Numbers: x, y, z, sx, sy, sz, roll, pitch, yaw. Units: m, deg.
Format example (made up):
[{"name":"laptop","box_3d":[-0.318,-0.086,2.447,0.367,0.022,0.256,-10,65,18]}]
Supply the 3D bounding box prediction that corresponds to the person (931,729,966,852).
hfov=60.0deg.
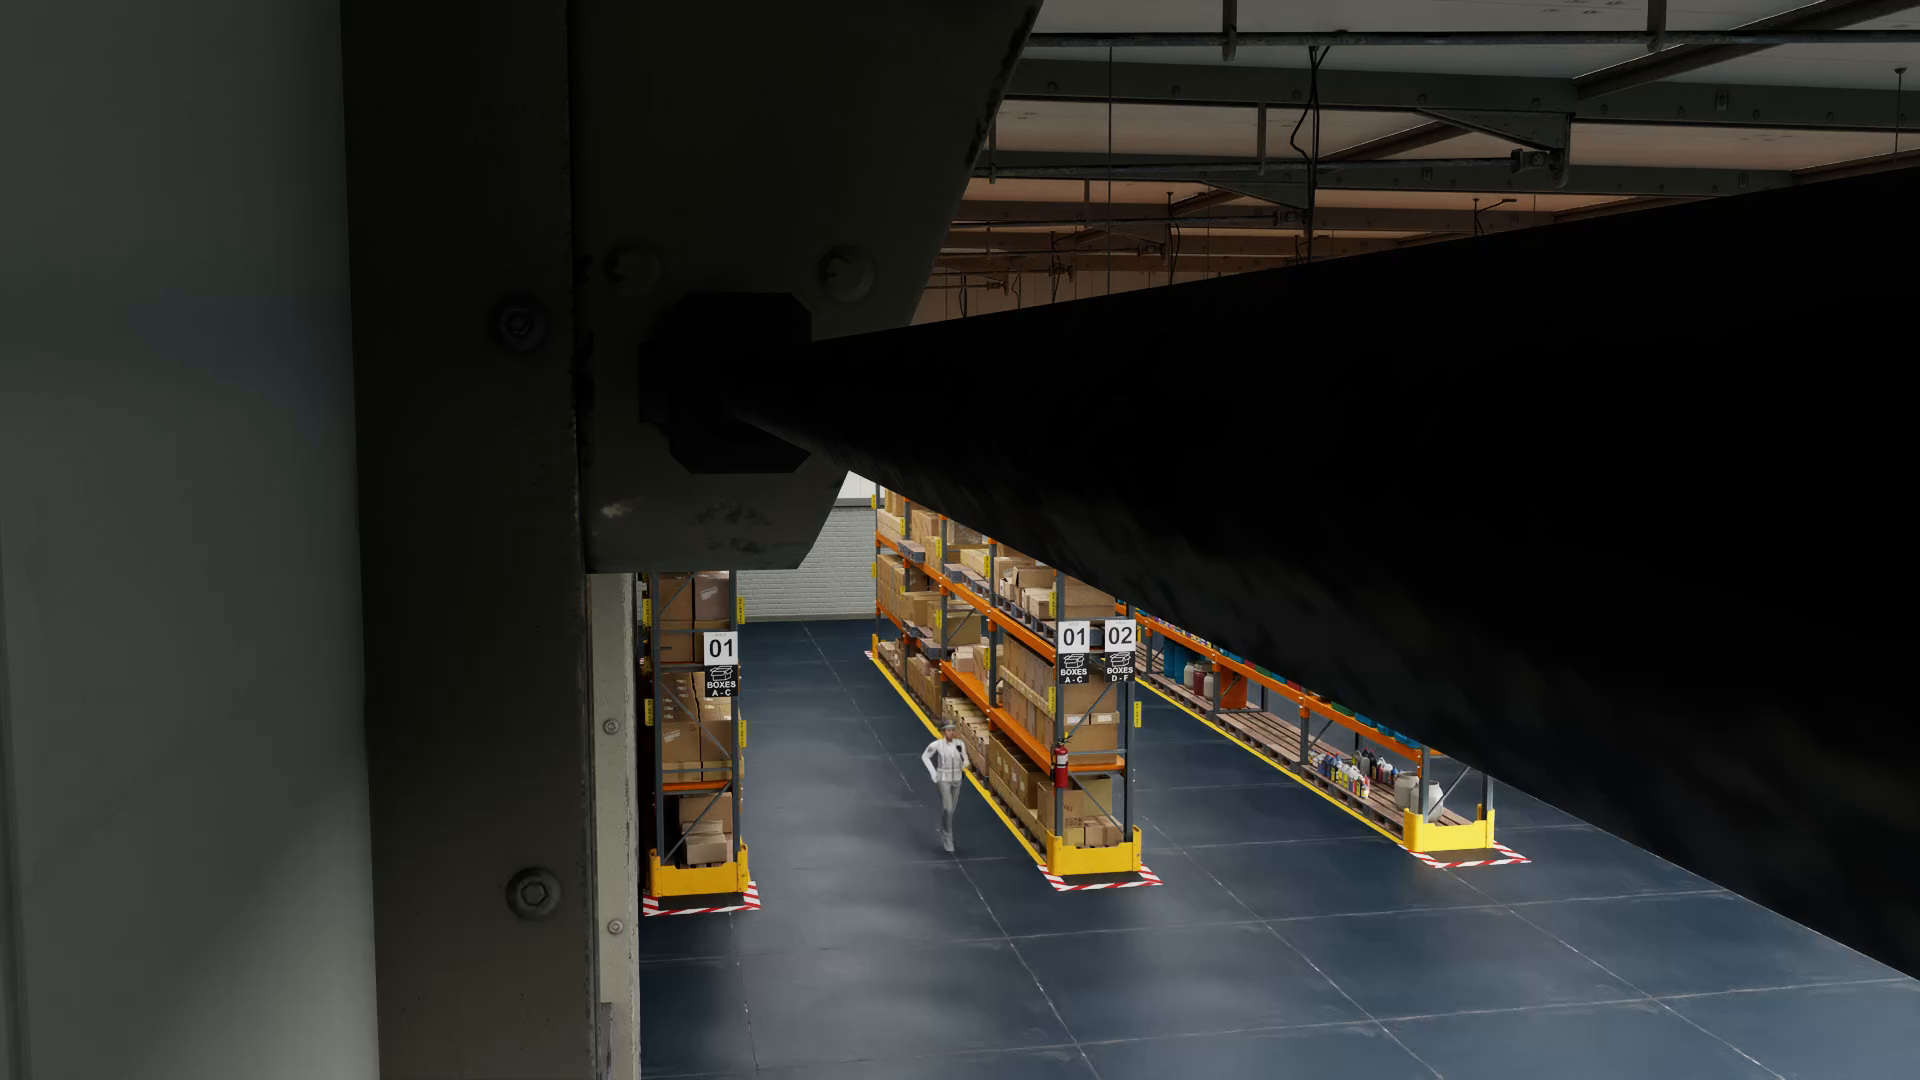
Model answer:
[{"name":"person","box_3d":[-0.162,3.258,22.053,0.434,1.714,0.702,-3,6,-25]}]
